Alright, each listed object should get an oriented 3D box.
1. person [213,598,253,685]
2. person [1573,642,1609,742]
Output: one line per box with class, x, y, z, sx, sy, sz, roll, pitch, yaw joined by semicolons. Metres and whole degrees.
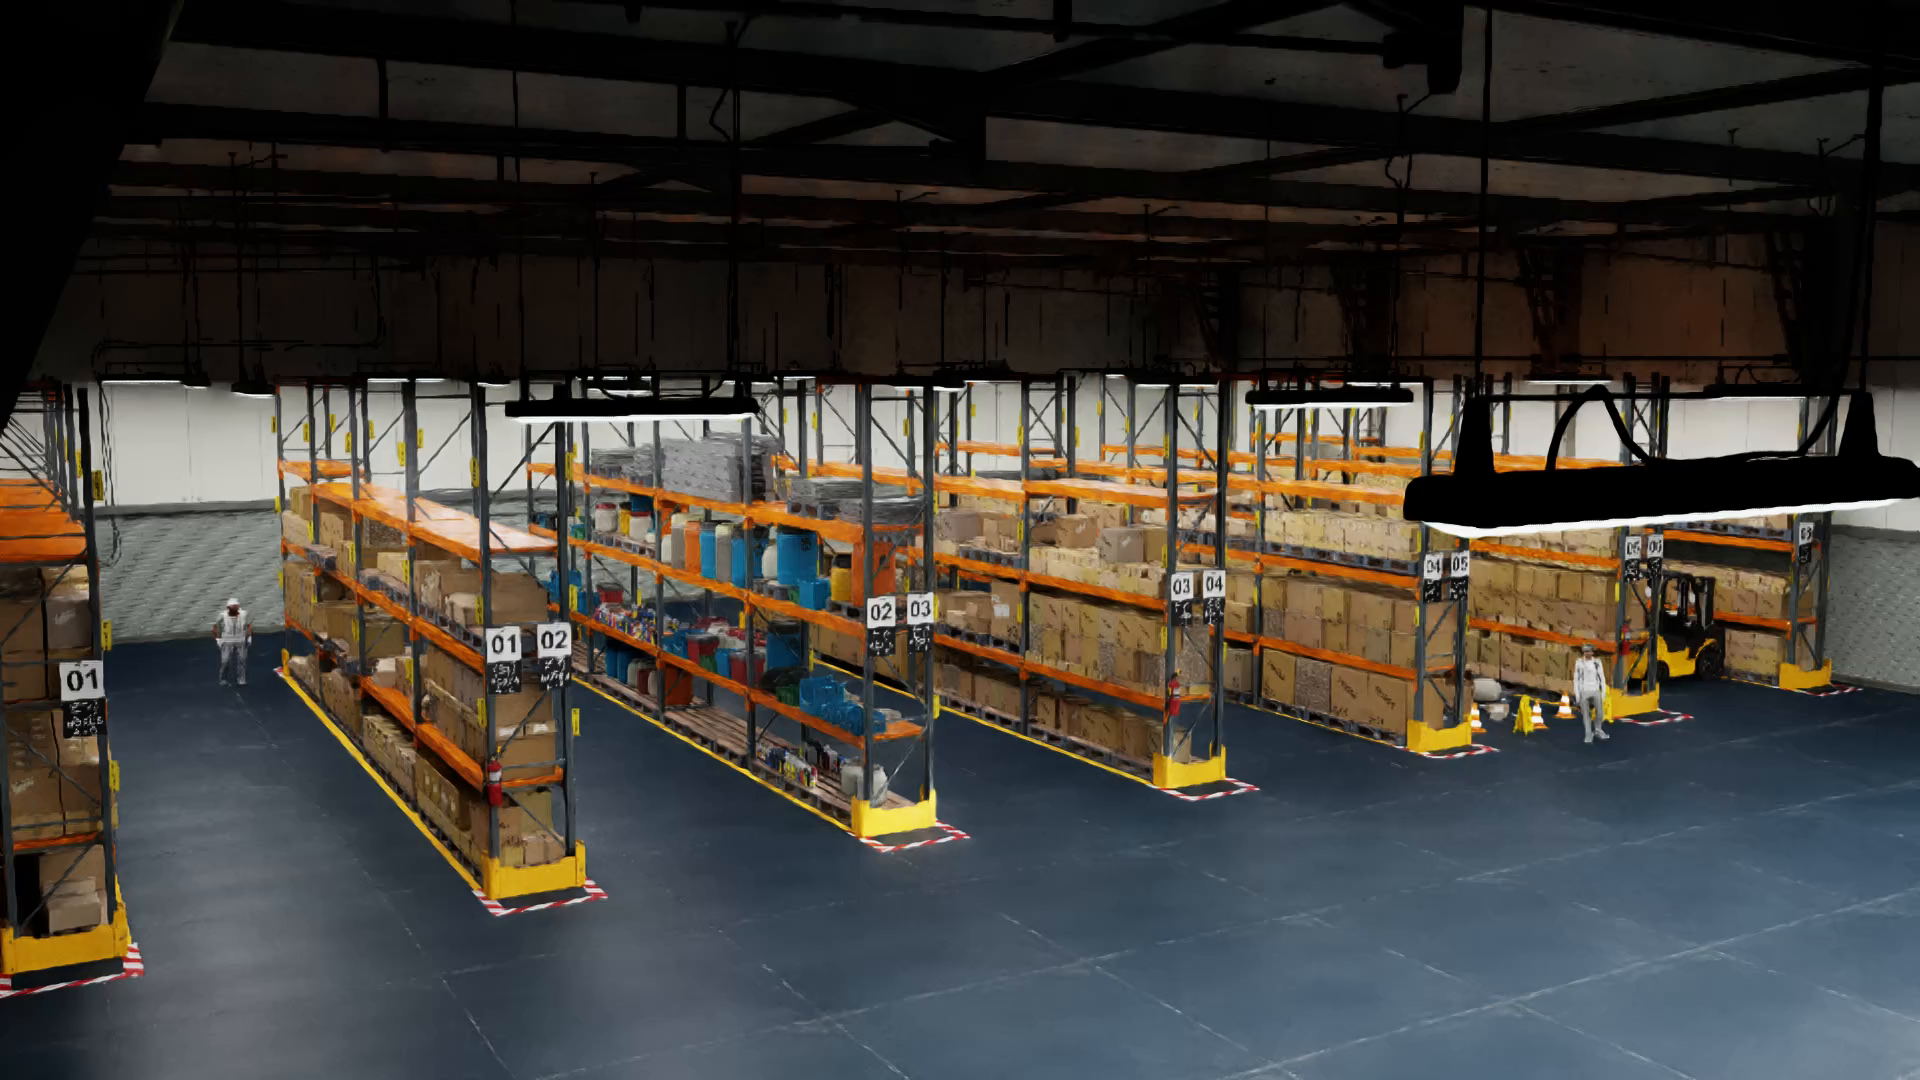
person;-14.050;1.961;32.160;0.702;1.735;0.549;-4;7;-31
person;10.426;2.503;27.431;0.602;1.667;0.431;2;7;17
